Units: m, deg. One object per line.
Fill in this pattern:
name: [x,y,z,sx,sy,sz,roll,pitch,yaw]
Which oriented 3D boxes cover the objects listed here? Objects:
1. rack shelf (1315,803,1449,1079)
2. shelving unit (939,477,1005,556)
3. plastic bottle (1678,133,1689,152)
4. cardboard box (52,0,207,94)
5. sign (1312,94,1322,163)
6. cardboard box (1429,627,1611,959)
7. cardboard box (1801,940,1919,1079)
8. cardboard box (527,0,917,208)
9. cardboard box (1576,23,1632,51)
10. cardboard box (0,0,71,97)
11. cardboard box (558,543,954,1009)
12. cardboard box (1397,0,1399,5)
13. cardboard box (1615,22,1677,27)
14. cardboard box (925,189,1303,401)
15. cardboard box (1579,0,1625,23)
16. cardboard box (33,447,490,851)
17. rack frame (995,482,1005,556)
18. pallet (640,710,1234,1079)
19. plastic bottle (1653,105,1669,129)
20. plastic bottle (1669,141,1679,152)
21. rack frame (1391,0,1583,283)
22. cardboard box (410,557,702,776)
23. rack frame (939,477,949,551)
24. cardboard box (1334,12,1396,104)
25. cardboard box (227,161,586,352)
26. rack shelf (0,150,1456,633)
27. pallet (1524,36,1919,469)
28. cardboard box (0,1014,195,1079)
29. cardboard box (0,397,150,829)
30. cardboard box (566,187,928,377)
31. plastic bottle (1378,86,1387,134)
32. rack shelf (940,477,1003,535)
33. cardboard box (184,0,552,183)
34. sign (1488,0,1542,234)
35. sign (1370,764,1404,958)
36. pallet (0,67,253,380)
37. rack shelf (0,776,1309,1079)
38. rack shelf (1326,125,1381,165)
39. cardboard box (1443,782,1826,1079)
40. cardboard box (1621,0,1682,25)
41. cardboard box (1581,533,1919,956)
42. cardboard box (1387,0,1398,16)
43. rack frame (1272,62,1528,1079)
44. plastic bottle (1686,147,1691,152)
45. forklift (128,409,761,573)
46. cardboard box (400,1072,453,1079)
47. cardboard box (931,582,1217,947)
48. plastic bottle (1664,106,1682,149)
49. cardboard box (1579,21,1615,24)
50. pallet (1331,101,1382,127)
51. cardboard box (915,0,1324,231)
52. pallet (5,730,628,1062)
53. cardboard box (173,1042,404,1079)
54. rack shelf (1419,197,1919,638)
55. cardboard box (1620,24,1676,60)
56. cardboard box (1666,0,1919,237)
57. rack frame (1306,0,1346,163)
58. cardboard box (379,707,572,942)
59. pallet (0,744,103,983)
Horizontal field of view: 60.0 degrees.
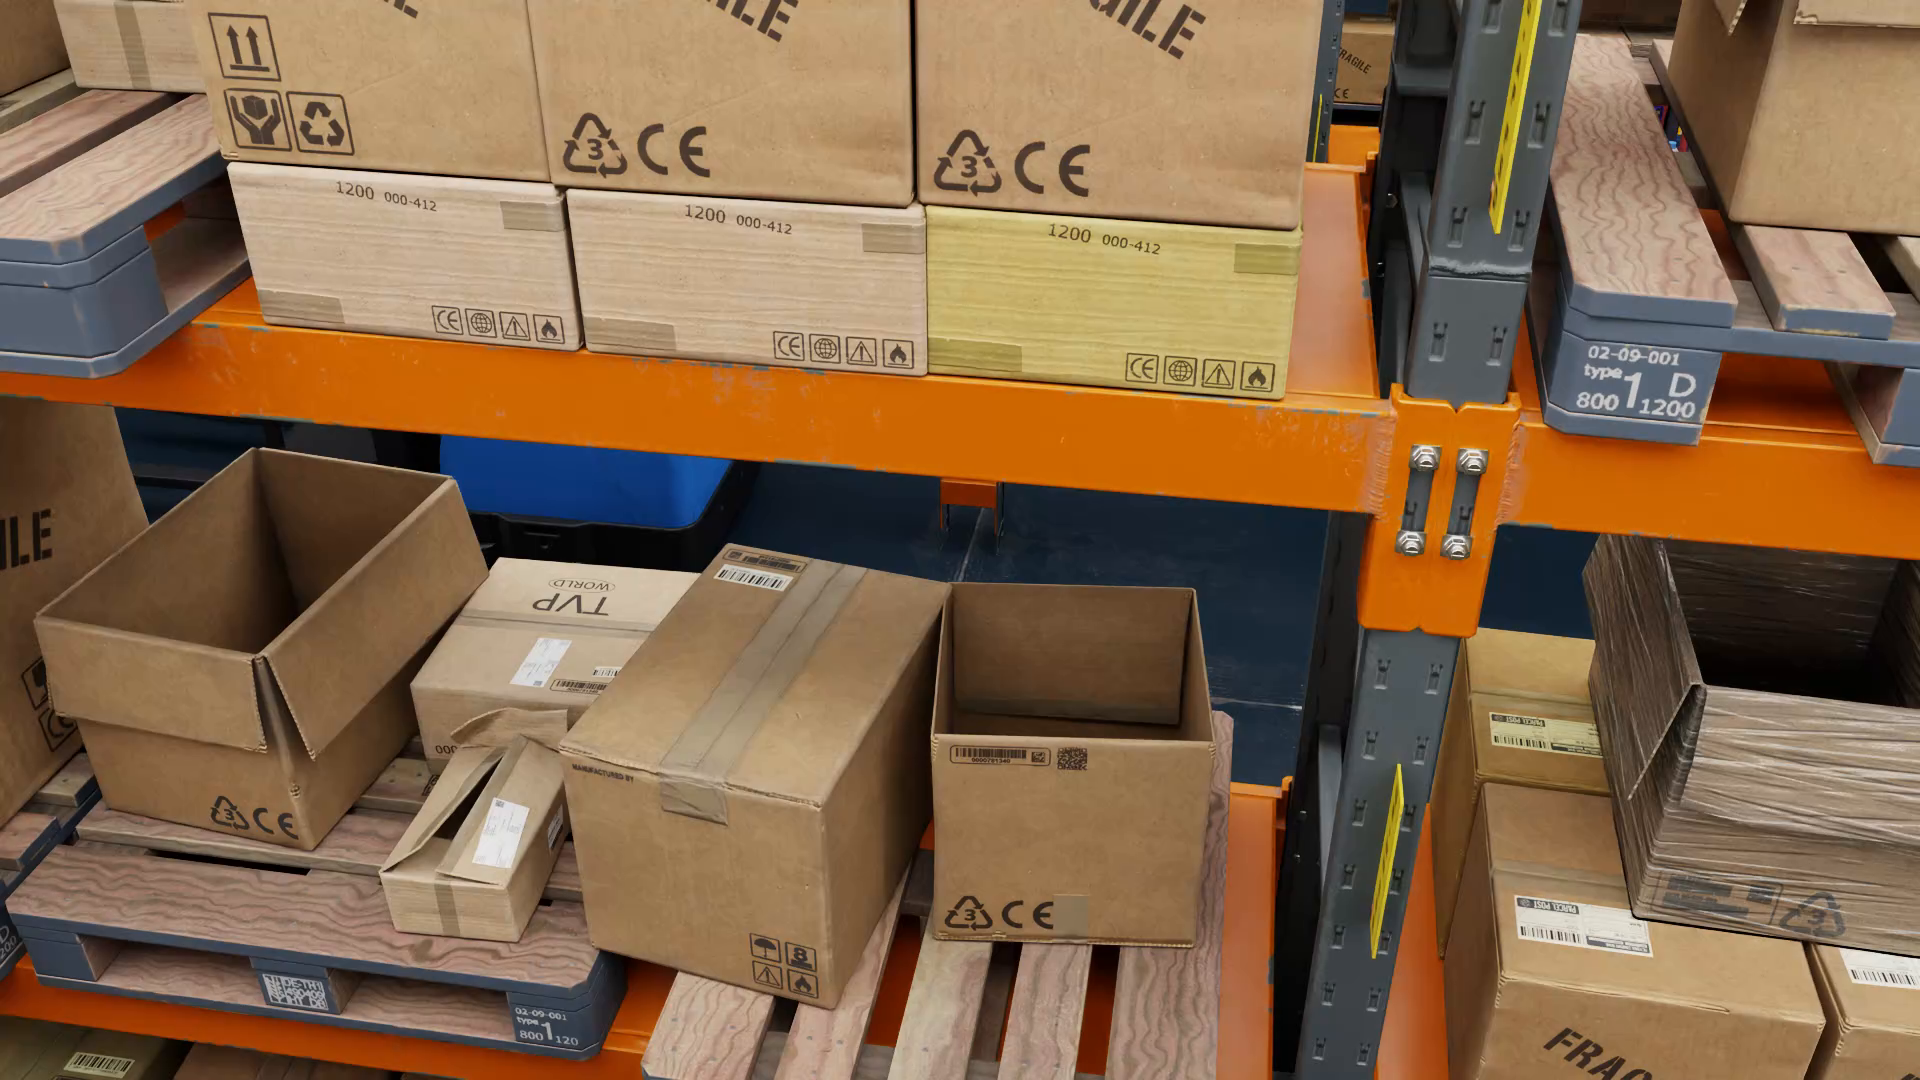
rack shelf: [2.720,1.160,3.248,4.000,0.370,1.077,5,32,8]
shelving unit: [0.053,-0.440,6.964,0.252,1.050,0.215,5,32,8]
plastic bottle: [3.337,-1.858,7.501,0.133,0.283,0.061,5,32,8]
cardboard box: [-1.330,-0.916,2.883,0.250,0.166,0.380,4,32,7]
sign: [1.496,-1.695,6.977,0.005,0.325,0.100,5,32,8]
cardboard box: [1.276,0.549,3.452,0.500,0.500,0.500,6,33,10]
cardboard box: [1.690,0.865,2.947,0.500,0.500,0.500,4,32,7]
cardboard box: [-0.271,-0.801,2.310,0.500,0.500,0.500,5,32,8]
cardboard box: [4.345,-3.306,11.646,0.500,0.500,0.500,4,32,7]
cardboard box: [-1.819,-0.996,2.694,0.637,0.503,0.797,6,33,10]
cardboard box: [-0.358,0.431,3.244,0.500,0.500,0.700,10,33,15]
cardboard box: [3.436,-3.986,12.025,0.500,0.250,0.500,6,33,10]
cardboard box: [4.907,-3.535,12.012,0.500,0.500,0.500,6,32,9]
cardboard box: [0.238,-0.446,2.449,0.500,0.250,0.500,5,32,8]
cardboard box: [4.445,-3.896,11.882,0.500,0.250,0.500,5,32,7]
cardboard box: [-1.470,0.204,3.604,0.637,0.503,0.797,8,33,13]
rack frame: [0.173,-0.429,6.946,0.008,1.050,0.200,5,32,8]
pallet: [0.028,0.750,3.406,1.003,0.211,1.213,5,32,8]
plastic bottle: [3.179,-1.949,7.647,0.133,0.283,0.061,5,32,8]
plastic bottle: [2.974,-1.545,7.012,0.097,0.271,0.097,0,32,0]
rack frame: [0.748,-1.866,1.750,0.127,3.000,1.000,5,32,8]
cardboard box: [-0.865,0.292,3.702,0.500,0.250,0.500,4,32,7]
rack frame: [-0.068,-0.451,6.981,0.008,1.050,0.200,5,32,8]
cardboard box: [2.819,-3.441,11.862,0.500,0.500,0.500,7,33,10]
cardboard box: [-0.748,-0.529,2.582,0.500,0.250,0.500,6,33,10]
rack shelf: [-1.223,-0.469,3.022,4.000,0.370,1.077,5,32,8]
pallet: [1.392,-0.485,2.549,1.003,0.211,1.213,7,33,10]
cardboard box: [-2.126,1.311,4.270,0.500,0.500,0.700,5,32,8]
cardboard box: [-2.435,0.031,3.412,1.000,1.000,1.000,5,32,9]
cardboard box: [-0.253,-0.483,2.508,0.500,0.250,0.500,5,32,8]
plastic bottle: [2.052,-2.052,7.810,0.133,0.283,0.061,5,32,8]
rack shelf: [0.053,-0.196,7.117,0.240,0.259,0.215,5,32,8]
cardboard box: [-0.757,-0.853,2.394,0.500,0.500,0.500,6,32,9]
sign: [0.655,-0.531,1.956,0.005,0.325,0.100,5,32,8]
sign: [0.666,0.504,2.601,0.005,0.325,0.100,5,32,8]
pallet: [-1.581,-0.671,2.844,1.003,0.211,1.213,5,32,8]
rack shelf: [-1.223,0.803,3.818,4.000,0.370,1.077,5,32,8]
rack shelf: [3.553,-1.430,7.386,4.000,0.370,1.077,5,32,8]
cardboard box: [1.182,0.820,3.019,0.500,0.500,0.500,6,33,10]
cardboard box: [4.940,-3.852,11.811,0.500,0.250,0.500,5,32,8]
cardboard box: [1.466,0.283,2.932,0.637,0.503,0.797,6,33,10]
cardboard box: [3.380,-3.670,12.228,0.500,0.500,0.500,6,33,10]
rack frame: [0.748,0.676,3.342,0.127,3.000,1.000,5,32,8]
plastic bottle: [3.085,-1.530,6.977,0.133,0.283,0.061,5,32,8]
forklift: [-2.481,-1.418,6.753,3.031,2.935,1.130,5,32,8]
cardboard box: [-1.025,1.410,4.111,0.500,0.500,0.700,8,33,12]
cardboard box: [0.209,0.429,3.248,0.500,0.500,0.500,1,32,2]
plastic bottle: [3.329,-1.942,7.572,0.185,0.351,0.144,5,32,8]
cardboard box: [4.408,-3.580,12.084,0.500,0.500,0.500,4,32,6]
pallet: [3.148,-3.236,12.221,1.213,0.211,1.003,5,32,8]
cardboard box: [0.236,-0.761,2.246,0.500,0.500,0.500,6,33,9]
pallet: [-1.210,0.602,3.641,1.213,0.211,1.003,5,32,8]
cardboard box: [-1.575,1.361,4.190,0.500,0.500,0.700,3,32,4]
rack shelf: [2.720,-0.112,2.452,4.000,0.370,1.077,5,32,8]
cardboard box: [4.847,-3.262,11.575,0.500,0.500,0.500,6,32,9]
cardboard box: [1.362,-0.800,2.381,0.637,0.503,0.797,7,33,11]
rack frame: [1.582,-1.914,7.481,0.127,3.000,1.000,5,32,8]
cardboard box: [-0.941,0.548,3.279,0.258,0.266,0.396,4,32,7]
pallet: [-2.466,0.545,3.733,1.213,0.211,1.003,5,32,8]
